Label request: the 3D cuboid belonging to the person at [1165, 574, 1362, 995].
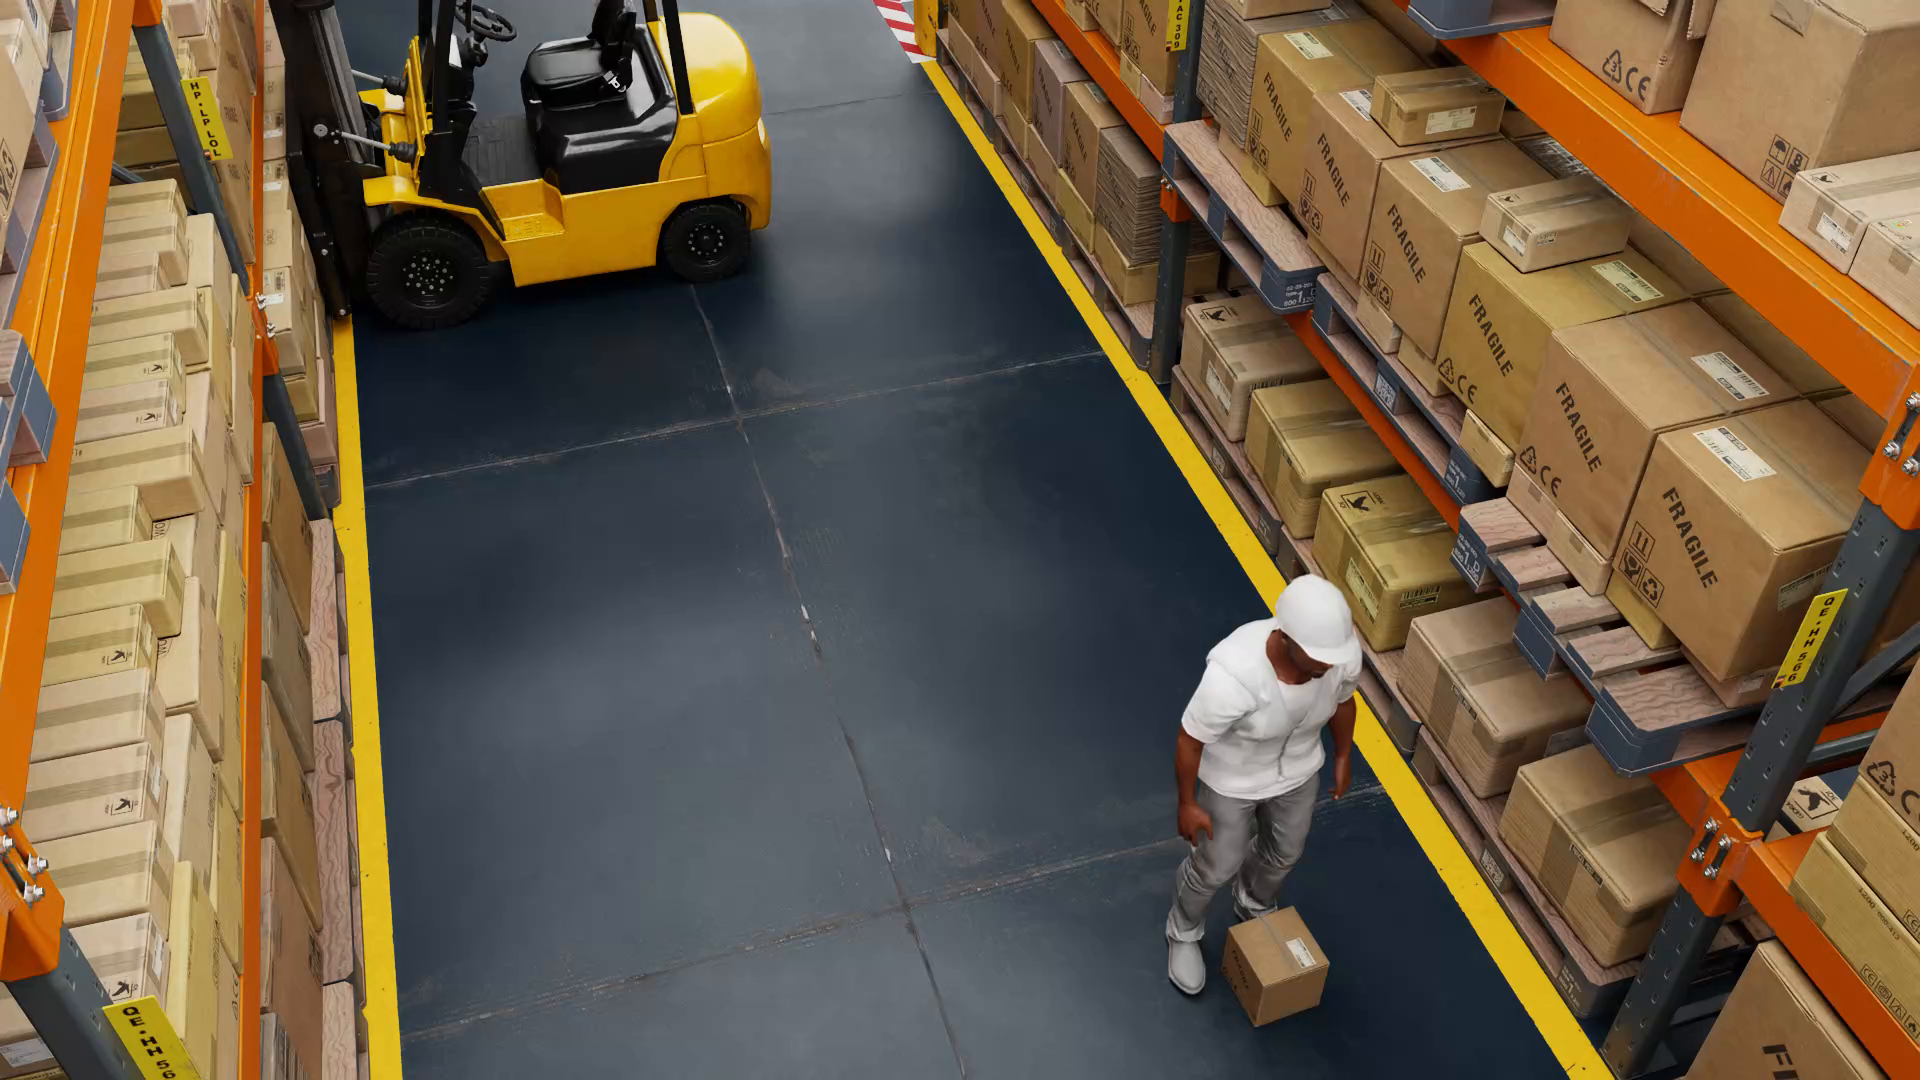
[{"bbox_3d":[0.972,0.756,5.307,0.638,1.760,0.458,-14,44,-15],"label":"person"}]
